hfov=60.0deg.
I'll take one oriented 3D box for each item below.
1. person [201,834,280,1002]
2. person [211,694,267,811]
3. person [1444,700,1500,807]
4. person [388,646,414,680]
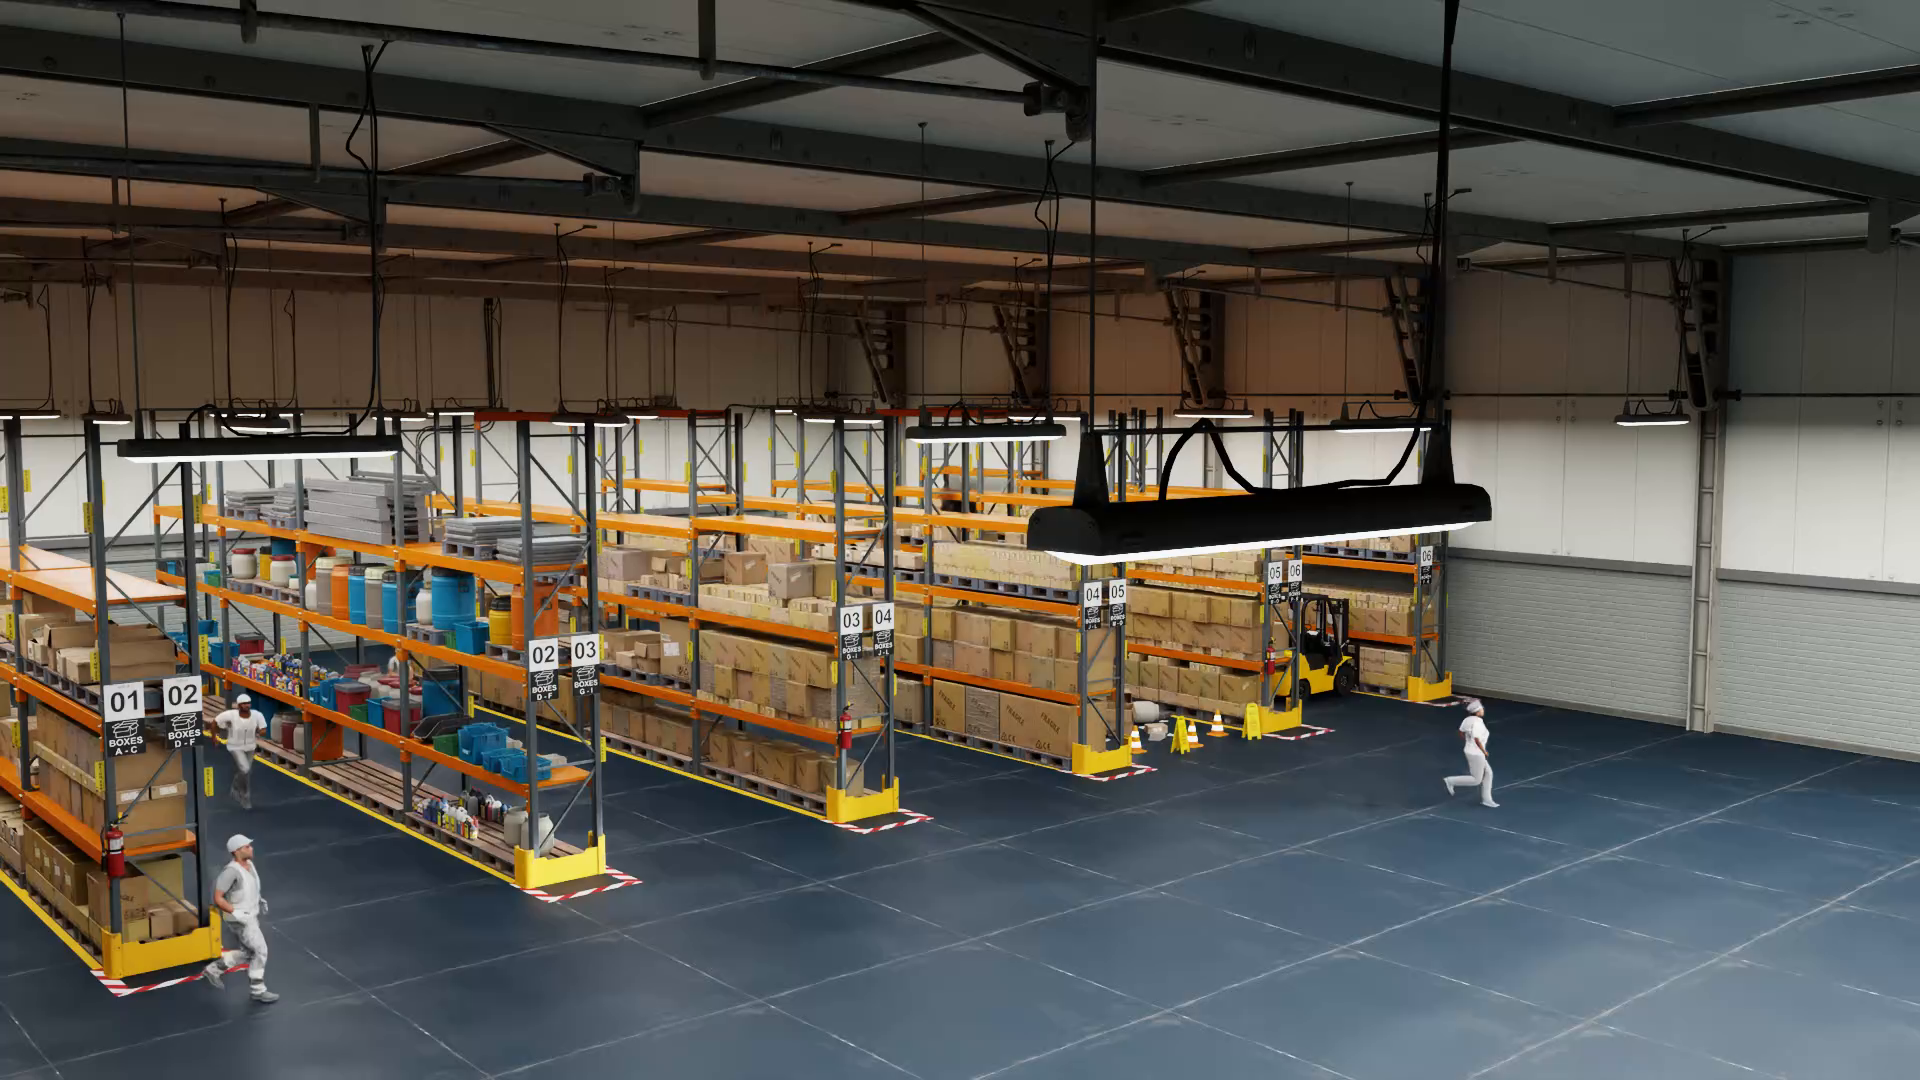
[{"bbox_3d":[-7.527,3.936,17.321,0.801,1.761,0.674,0,5,-5],"label":"person"},{"bbox_3d":[-10.995,3.227,25.445,0.835,1.785,0.729,5,7,44],"label":"person"},{"bbox_3d":[7.867,3.282,25.517,0.891,1.678,0.564,0,5,4],"label":"person"},{"bbox_3d":[-10.593,2.747,31.678,0.578,1.633,0.572,4,7,40],"label":"person"}]
